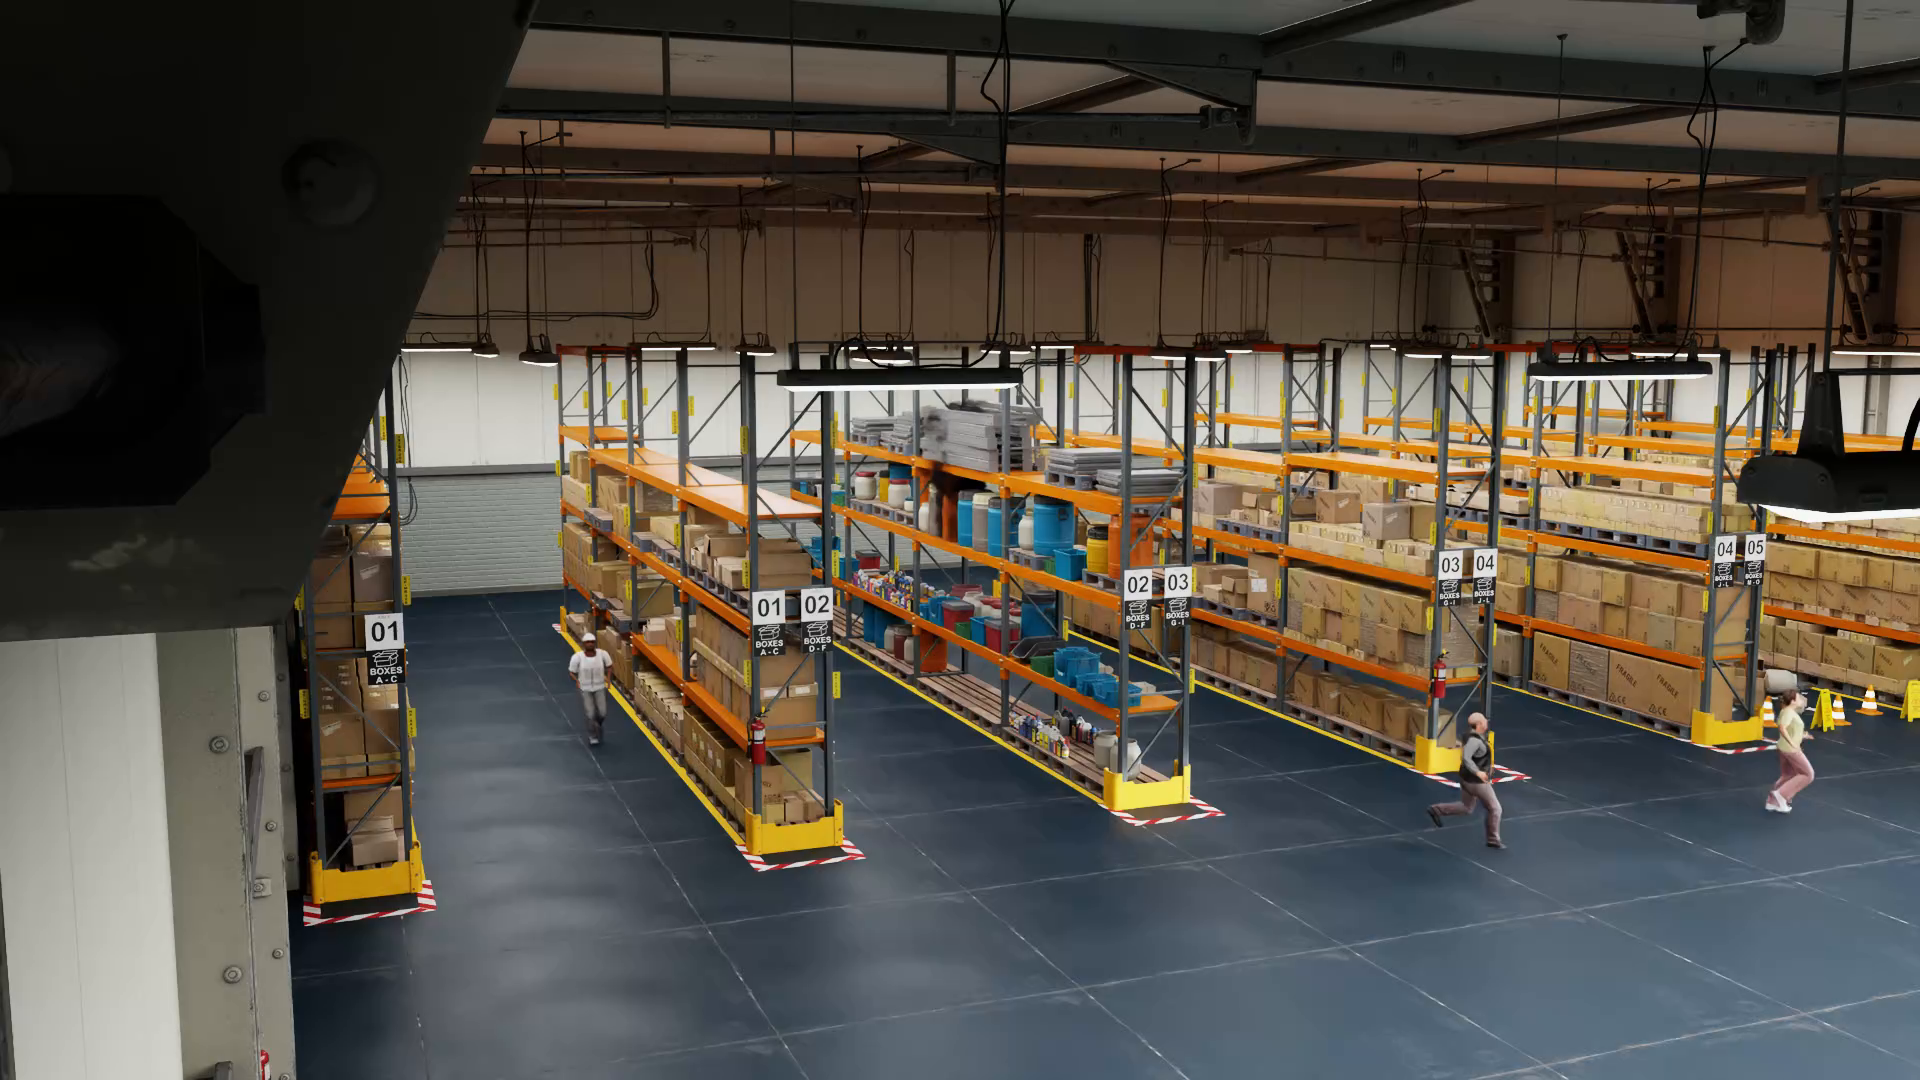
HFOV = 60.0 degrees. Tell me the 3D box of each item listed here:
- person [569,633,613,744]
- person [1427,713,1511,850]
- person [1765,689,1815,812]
[{"bbox_3d":[-5.588,2.265,25.283,0.674,1.721,0.569,-2,8,-18],"label":"person"},{"bbox_3d":[6.242,2.948,20.311,1.000,1.718,0.636,0,7,2],"label":"person"},{"bbox_3d":[10.884,2.755,21.752,0.567,1.626,0.553,1,7,11],"label":"person"}]
